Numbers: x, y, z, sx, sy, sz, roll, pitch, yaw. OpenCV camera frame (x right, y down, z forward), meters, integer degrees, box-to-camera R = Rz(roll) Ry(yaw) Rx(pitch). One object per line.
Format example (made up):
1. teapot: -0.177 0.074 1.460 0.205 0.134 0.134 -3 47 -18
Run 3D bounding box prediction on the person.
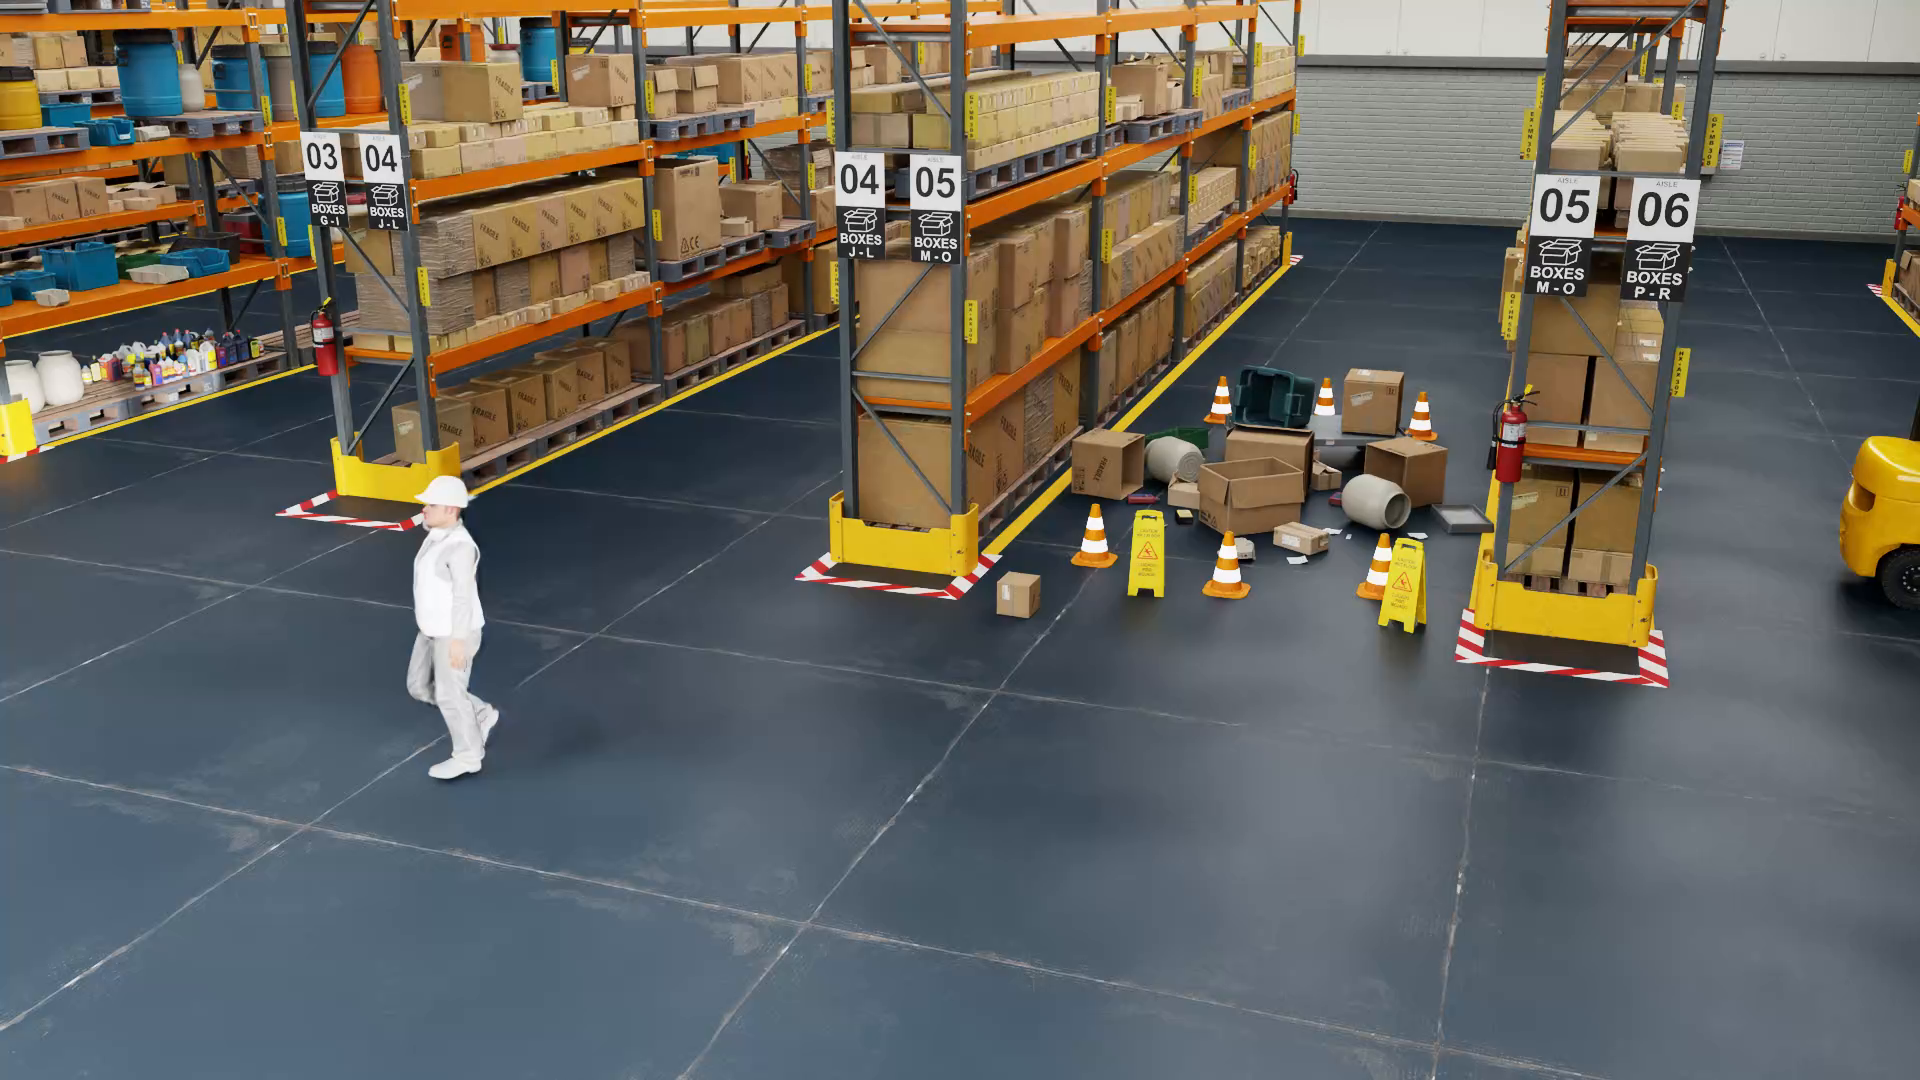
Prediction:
1. person: -2.905 0.492 9.462 0.498 1.764 0.559 -10 21 -27
